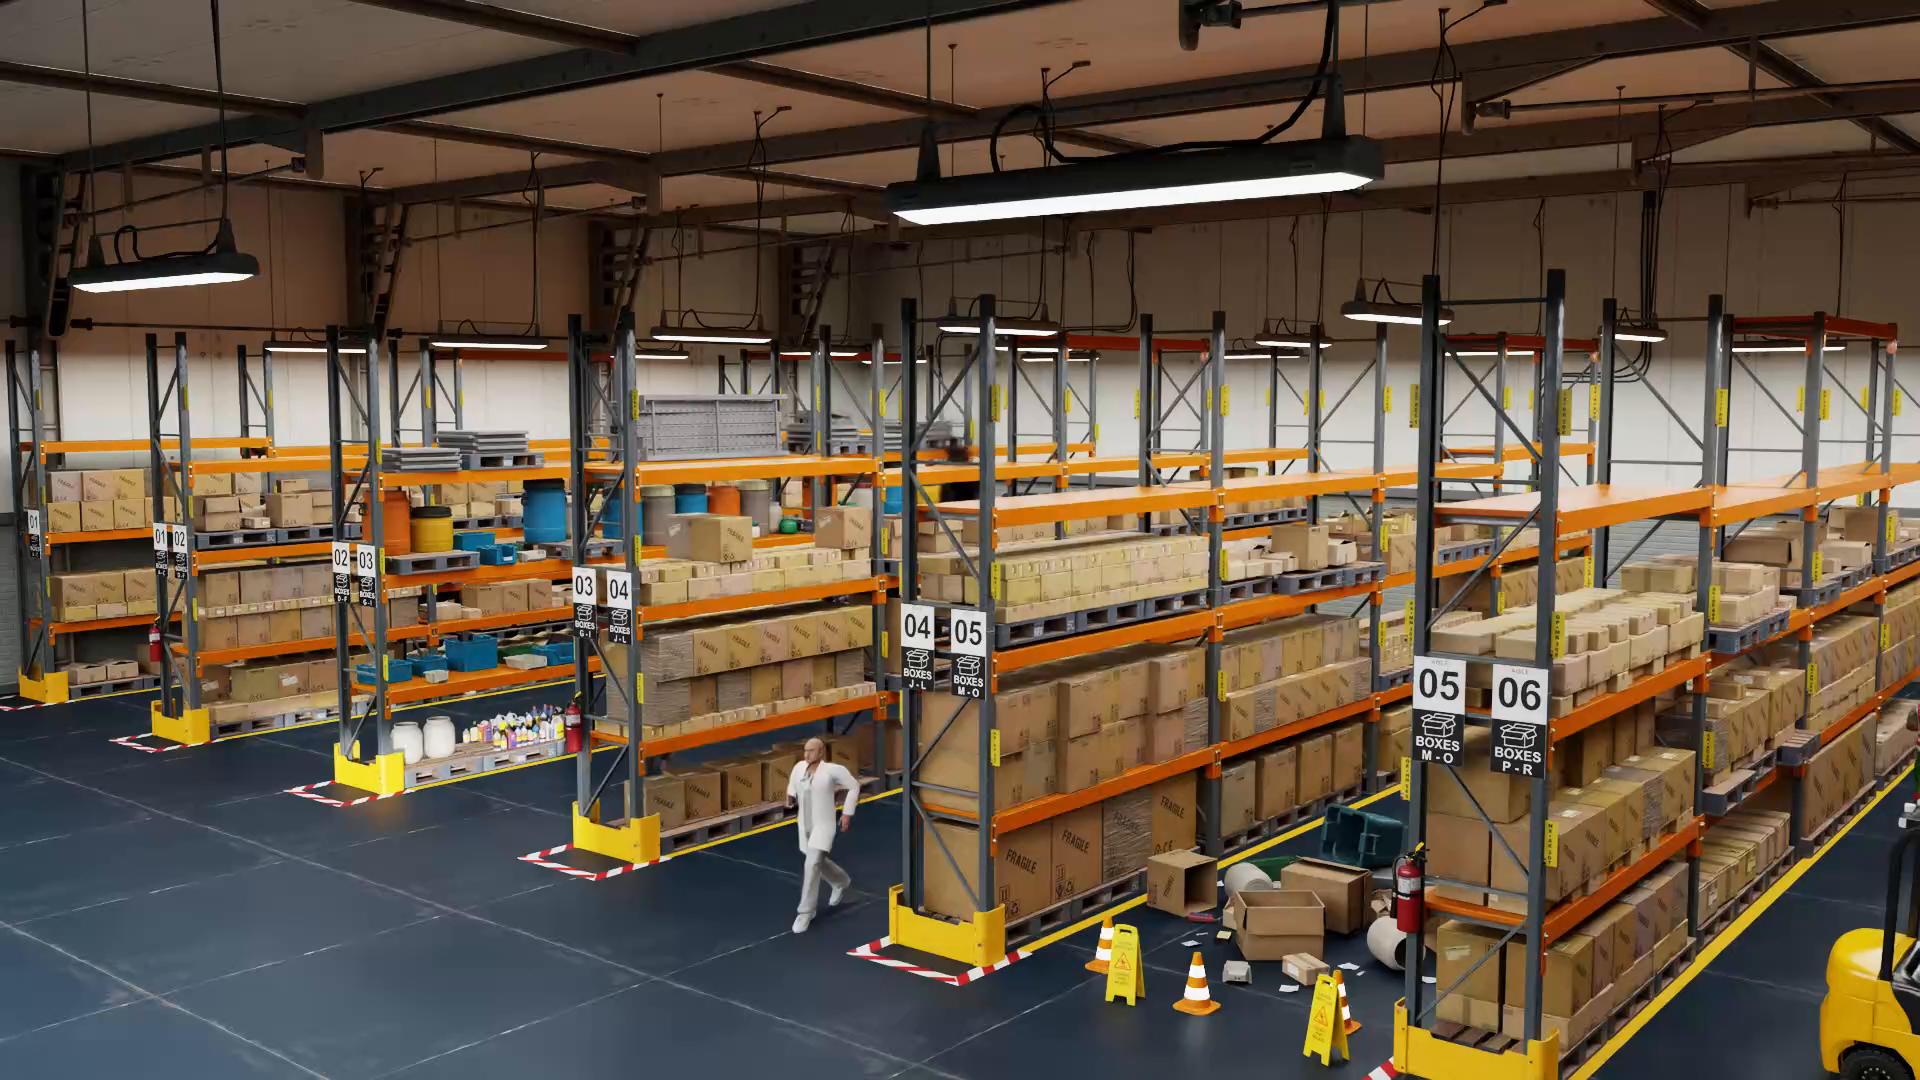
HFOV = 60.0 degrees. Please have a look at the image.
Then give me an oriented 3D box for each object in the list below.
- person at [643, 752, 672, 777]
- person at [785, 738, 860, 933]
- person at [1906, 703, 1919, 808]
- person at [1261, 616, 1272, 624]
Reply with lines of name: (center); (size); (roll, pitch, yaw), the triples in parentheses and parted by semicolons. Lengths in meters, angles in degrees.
person: (-4.054, 2.377, 21.857); (0.586, 1.641, 0.931); (3, 6, 26)
person: (-1.386, 2.819, 16.283); (0.741, 1.800, 1.023); (4, 6, 34)
person: (11.392, 2.497, 19.407); (0.662, 1.785, 0.982); (4, 6, 37)
person: (4.852, 2.030, 26.372); (0.524, 1.519, 0.870); (3, 6, 29)
